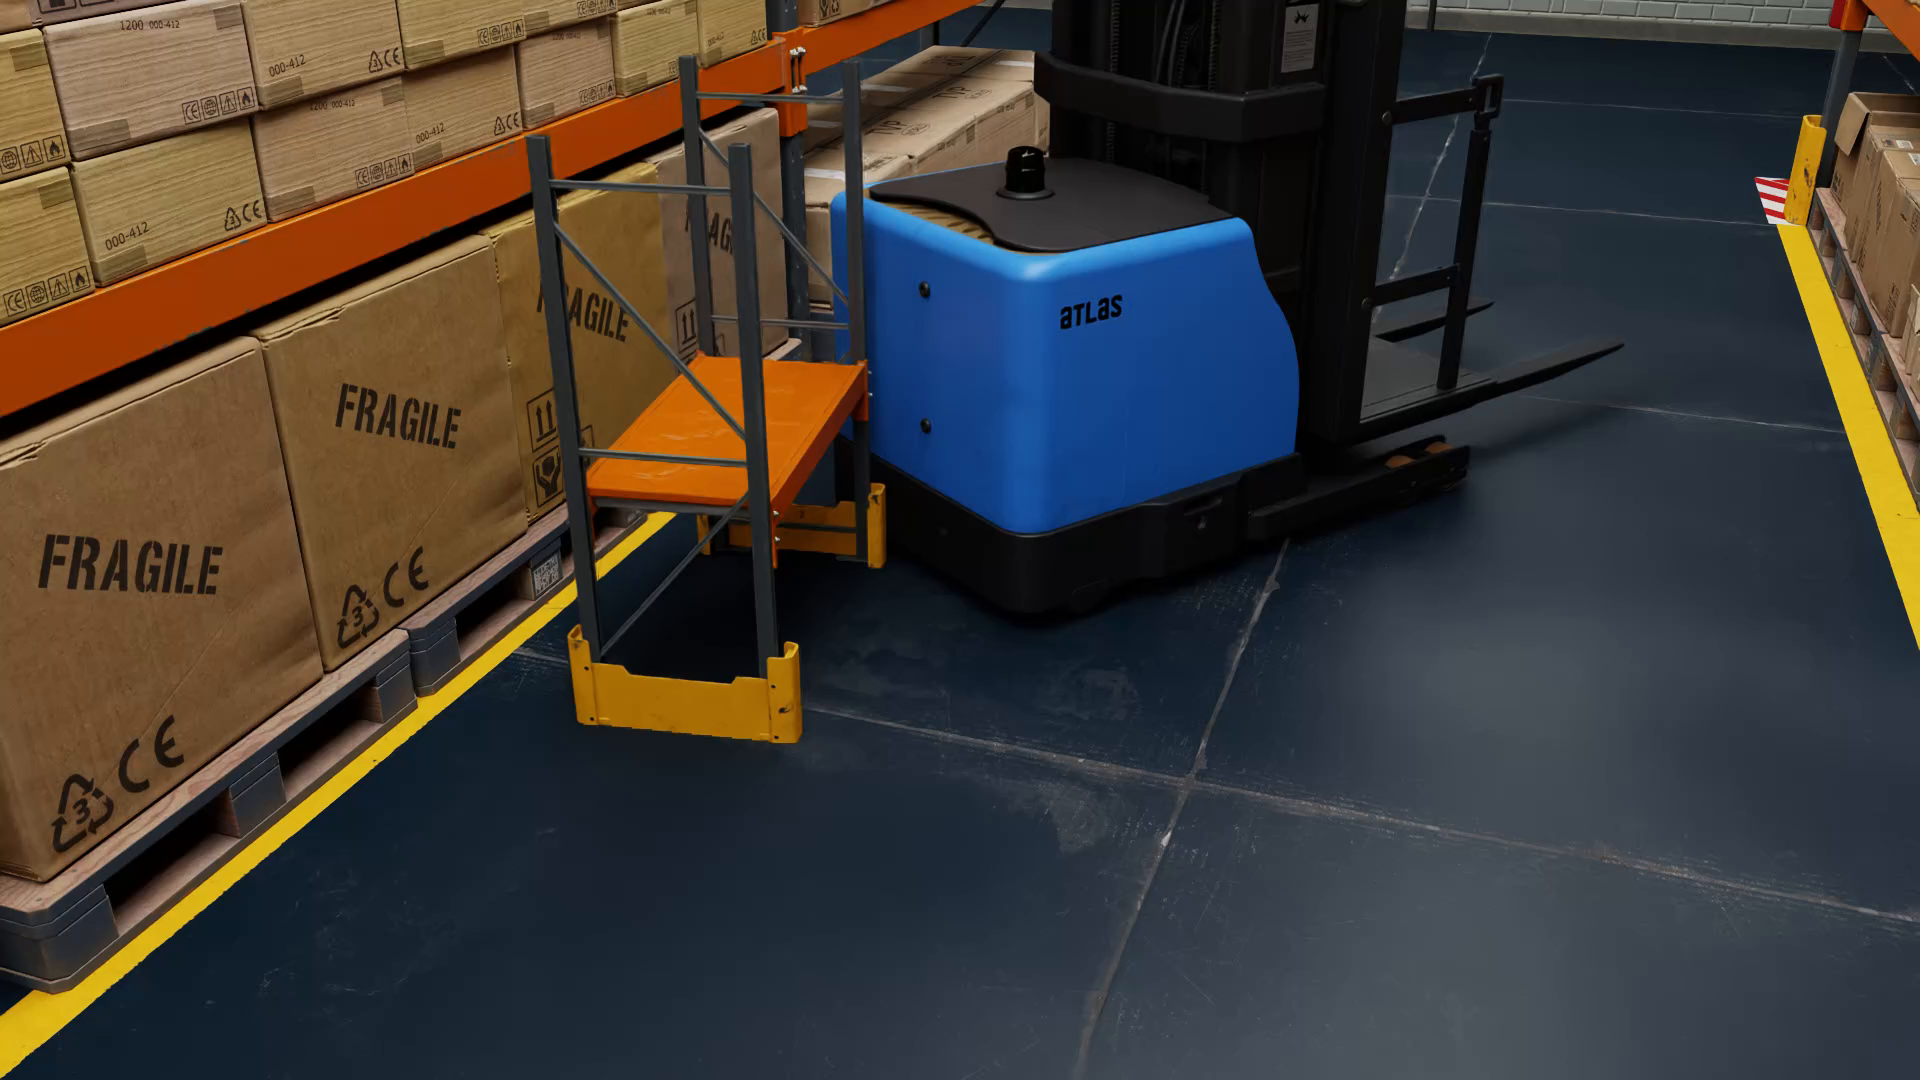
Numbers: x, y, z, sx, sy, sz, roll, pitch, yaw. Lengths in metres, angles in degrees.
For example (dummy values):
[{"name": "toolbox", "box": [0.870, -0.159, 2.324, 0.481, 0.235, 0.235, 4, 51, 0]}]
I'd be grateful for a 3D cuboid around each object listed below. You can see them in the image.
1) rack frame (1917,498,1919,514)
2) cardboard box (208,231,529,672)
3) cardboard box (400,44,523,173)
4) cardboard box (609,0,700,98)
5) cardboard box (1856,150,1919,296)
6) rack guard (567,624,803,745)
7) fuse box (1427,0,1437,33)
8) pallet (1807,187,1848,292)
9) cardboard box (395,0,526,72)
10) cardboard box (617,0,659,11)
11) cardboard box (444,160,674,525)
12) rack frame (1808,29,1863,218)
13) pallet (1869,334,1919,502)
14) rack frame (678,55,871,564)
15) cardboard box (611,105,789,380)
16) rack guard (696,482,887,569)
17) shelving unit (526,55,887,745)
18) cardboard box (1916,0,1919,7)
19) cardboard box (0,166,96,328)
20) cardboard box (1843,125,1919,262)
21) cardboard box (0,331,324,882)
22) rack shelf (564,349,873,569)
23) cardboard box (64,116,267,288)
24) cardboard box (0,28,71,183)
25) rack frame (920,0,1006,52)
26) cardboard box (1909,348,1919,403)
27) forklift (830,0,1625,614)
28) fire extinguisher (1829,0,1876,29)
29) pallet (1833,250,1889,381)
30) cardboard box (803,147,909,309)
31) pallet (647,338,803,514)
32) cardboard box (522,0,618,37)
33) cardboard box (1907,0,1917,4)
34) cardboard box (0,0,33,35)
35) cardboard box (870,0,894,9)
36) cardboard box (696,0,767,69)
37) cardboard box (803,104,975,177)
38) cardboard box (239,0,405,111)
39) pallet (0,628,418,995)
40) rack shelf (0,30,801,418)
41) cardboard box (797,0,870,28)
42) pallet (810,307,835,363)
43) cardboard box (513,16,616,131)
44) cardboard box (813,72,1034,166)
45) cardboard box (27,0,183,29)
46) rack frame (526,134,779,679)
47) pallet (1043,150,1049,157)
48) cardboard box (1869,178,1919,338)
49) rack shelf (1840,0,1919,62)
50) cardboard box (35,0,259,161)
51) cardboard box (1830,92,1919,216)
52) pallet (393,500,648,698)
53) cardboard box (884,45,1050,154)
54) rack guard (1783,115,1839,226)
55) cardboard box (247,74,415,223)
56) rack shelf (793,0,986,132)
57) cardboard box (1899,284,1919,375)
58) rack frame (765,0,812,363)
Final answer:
[{"name": "rack frame", "box": [3.600, -1.361, 4.619, 1.000, 3.000, 0.127, 9, 27, 17]}, {"name": "cardboard box", "box": [-1.804, -0.306, 4.396, 0.875, 0.875, 0.875, 9, 27, 18]}, {"name": "cardboard box", "box": [-1.517, -1.164, 4.385, 0.500, 0.250, 0.500, 9, 27, 17]}, {"name": "cardboard box", "box": [-1.164, -1.582, 5.247, 0.500, 0.250, 0.500, 8, 27, 17]}, {"name": "cardboard box", "box": [4.047, -1.283, 6.844, 0.500, 0.500, 0.500, 9, 27, 18]}, {"name": "rack guard", "box": [-0.694, 0.365, 4.210, 0.587, 0.250, 0.087, 4, 26, 9]}, {"name": "fuse box", "box": [4.036, -5.099, 13.818, 0.539, 1.711, 0.414, 9, 27, 17]}, {"name": "pallet", "box": [4.642, -1.391, 7.880, 1.003, 0.211, 1.213, 9, 27, 17]}, {"name": "cardboard box", "box": [-1.479, -1.387, 4.271, 0.500, 0.250, 0.500, 9, 27, 18]}, {"name": "cardboard box", "box": [-1.158, -1.814, 5.153, 0.500, 0.250, 0.500, 9, 27, 19]}, {"name": "cardboard box", "box": [-1.506, -0.673, 5.155, 0.875, 0.875, 0.875, 10, 27, 19]}, {"name": "rack frame", "box": [4.932, -3.005, 8.014, 1.000, 3.000, 0.127, 9, 27, 17]}, {"name": "pallet", "box": [3.830, -0.388, 5.809, 1.003, 0.211, 1.213, 9, 27, 17]}, {"name": "rack frame", "box": [-0.518, -0.626, 4.821, 0.500, 1.500, 0.032, 4, 26, 9]}, {"name": "cardboard box", "box": [-1.212, -1.046, 5.924, 0.875, 0.875, 0.875, 10, 27, 19]}, {"name": "rack guard", "box": [-0.518, -0.063, 5.093, 0.587, 0.250, 0.087, 4, 26, 9]}, {"name": "shelving unit", "box": [-0.606, -0.412, 4.379, 0.587, 1.500, 1.083, 4, 26, 9]}, {"name": "cardboard box", "box": [4.019, -2.163, 6.564, 0.380, 0.149, 0.250, 9, 27, 19]}, {"name": "cardboard box", "box": [-2.013, -0.533, 3.080, 0.500, 0.250, 0.500, 8, 27, 17]}, {"name": "cardboard box", "box": [4.317, -1.485, 7.263, 0.700, 0.500, 0.500, 10, 28, 20]}, {"name": "cardboard box", "box": [-2.104, 0.060, 3.640, 0.875, 0.875, 0.875, 8, 27, 17]}, {"name": "rack shelf", "box": [-0.608, -0.246, 4.449, 0.538, 0.185, 1.000, 4, 26, 9]}, {"name": "cardboard box", "box": [-1.858, -0.746, 3.521, 0.500, 0.250, 0.500, 8, 27, 16]}, {"name": "cardboard box", "box": [-2.011, -0.765, 2.987, 0.500, 0.250, 0.500, 9, 27, 17]}, {"name": "rack frame", "box": [0.250, -3.723, 9.497, 1.000, 3.000, 0.127, 9, 27, 17]}, {"name": "cardboard box", "box": [3.509, -0.538, 5.709, 0.380, 0.149, 0.250, 8, 27, 16]}, {"name": "forklift", "box": [1.092, -1.601, 5.192, 3.031, 2.935, 1.130, -17, 31, -32]}, {"name": "fire extinguisher", "box": [4.545, -2.930, 8.375, 0.296, 0.674, 0.183, 9, 27, 17]}, {"name": "pallet", "box": [4.234, -0.891, 6.848, 1.003, 0.211, 1.213, 9, 27, 17]}, {"name": "cardboard box", "box": [-0.771, -1.358, 7.070, 0.875, 0.438, 0.875, 8, 27, 17]}, {"name": "pallet", "box": [-1.267, -0.496, 6.033, 1.003, 0.211, 1.213, 9, 27, 17]}, {"name": "cardboard box", "box": [-1.325, -1.600, 4.711, 0.500, 0.250, 0.500, 9, 27, 19]}, {"name": "cardboard box", "box": [4.088, -2.274, 6.793, 0.380, 0.149, 0.250, 8, 27, 16]}, {"name": "cardboard box", "box": [-2.018, -1.098, 2.813, 0.500, 0.500, 0.500, 8, 27, 16]}, {"name": "cardboard box", "box": [-0.507, -2.485, 6.826, 0.500, 0.500, 0.500, 9, 27, 18]}, {"name": "cardboard box", "box": [-0.993, -1.791, 5.679, 0.500, 0.250, 0.500, 8, 27, 16]}, {"name": "cardboard box", "box": [-0.474, -1.726, 7.830, 0.875, 0.438, 0.875, 8, 27, 16]}, {"name": "cardboard box", "box": [-1.661, -1.181, 3.845, 0.500, 0.250, 0.500, 9, 27, 17]}, {"name": "pallet", "box": [-2.079, 0.507, 3.962, 1.003, 0.211, 1.213, 9, 27, 17]}, {"name": "rack shelf", "box": [-1.747, -0.934, 4.562, 1.077, 0.370, 4.000, 9, 27, 17]}, {"name": "cardboard box", "box": [-0.678, -2.279, 6.401, 0.500, 0.500, 0.500, 10, 27, 19]}, {"name": "pallet", "box": [-0.755, -1.125, 7.332, 1.003, 0.211, 1.213, 9, 27, 17]}, {"name": "cardboard box", "box": [-1.350, -1.377, 4.824, 0.500, 0.250, 0.500, 8, 27, 16]}, {"name": "cardboard box", "box": [-0.172, -2.096, 8.595, 0.875, 0.438, 0.875, 9, 27, 19]}, {"name": "cardboard box", "box": [-1.862, -1.303, 3.237, 0.500, 0.500, 0.500, 9, 27, 18]}, {"name": "rack frame", "box": [-0.698, -0.190, 3.921, 0.500, 1.500, 0.032, 4, 26, 9]}, {"name": "pallet", "box": [0.057, -2.128, 9.403, 1.003, 0.211, 1.213, 9, 27, 17]}, {"name": "cardboard box", "box": [3.972, -1.059, 6.381, 0.700, 0.500, 0.500, 8, 27, 15]}, {"name": "rack shelf", "box": [4.266, -1.859, 6.473, 1.077, 0.370, 4.000, 9, 27, 17]}, {"name": "cardboard box", "box": [-1.838, -0.978, 3.426, 0.500, 0.250, 0.500, 9, 27, 19]}, {"name": "cardboard box", "box": [4.639, -1.833, 7.976, 0.797, 0.503, 0.637, 8, 27, 15]}, {"name": "pallet", "box": [-1.672, 0.007, 4.994, 1.003, 0.211, 1.213, 9, 27, 17]}, {"name": "cardboard box", "box": [0.124, -2.473, 9.374, 0.875, 0.438, 0.875, 8, 27, 16]}, {"name": "rack guard", "box": [4.906, -1.849, 8.494, 1.175, 0.500, 0.348, 9, 27, 17]}, {"name": "cardboard box", "box": [-1.678, -0.961, 3.965, 0.500, 0.250, 0.500, 10, 27, 19]}, {"name": "rack shelf", "box": [-0.416, -2.577, 7.957, 1.077, 0.370, 4.000, 9, 27, 17]}, {"name": "cardboard box", "box": [3.628, -0.738, 5.987, 0.396, 0.266, 0.258, 10, 27, 19]}, {"name": "rack frame", "box": [-1.082, -2.079, 6.102, 1.000, 3.000, 0.127, 9, 27, 17]}]
